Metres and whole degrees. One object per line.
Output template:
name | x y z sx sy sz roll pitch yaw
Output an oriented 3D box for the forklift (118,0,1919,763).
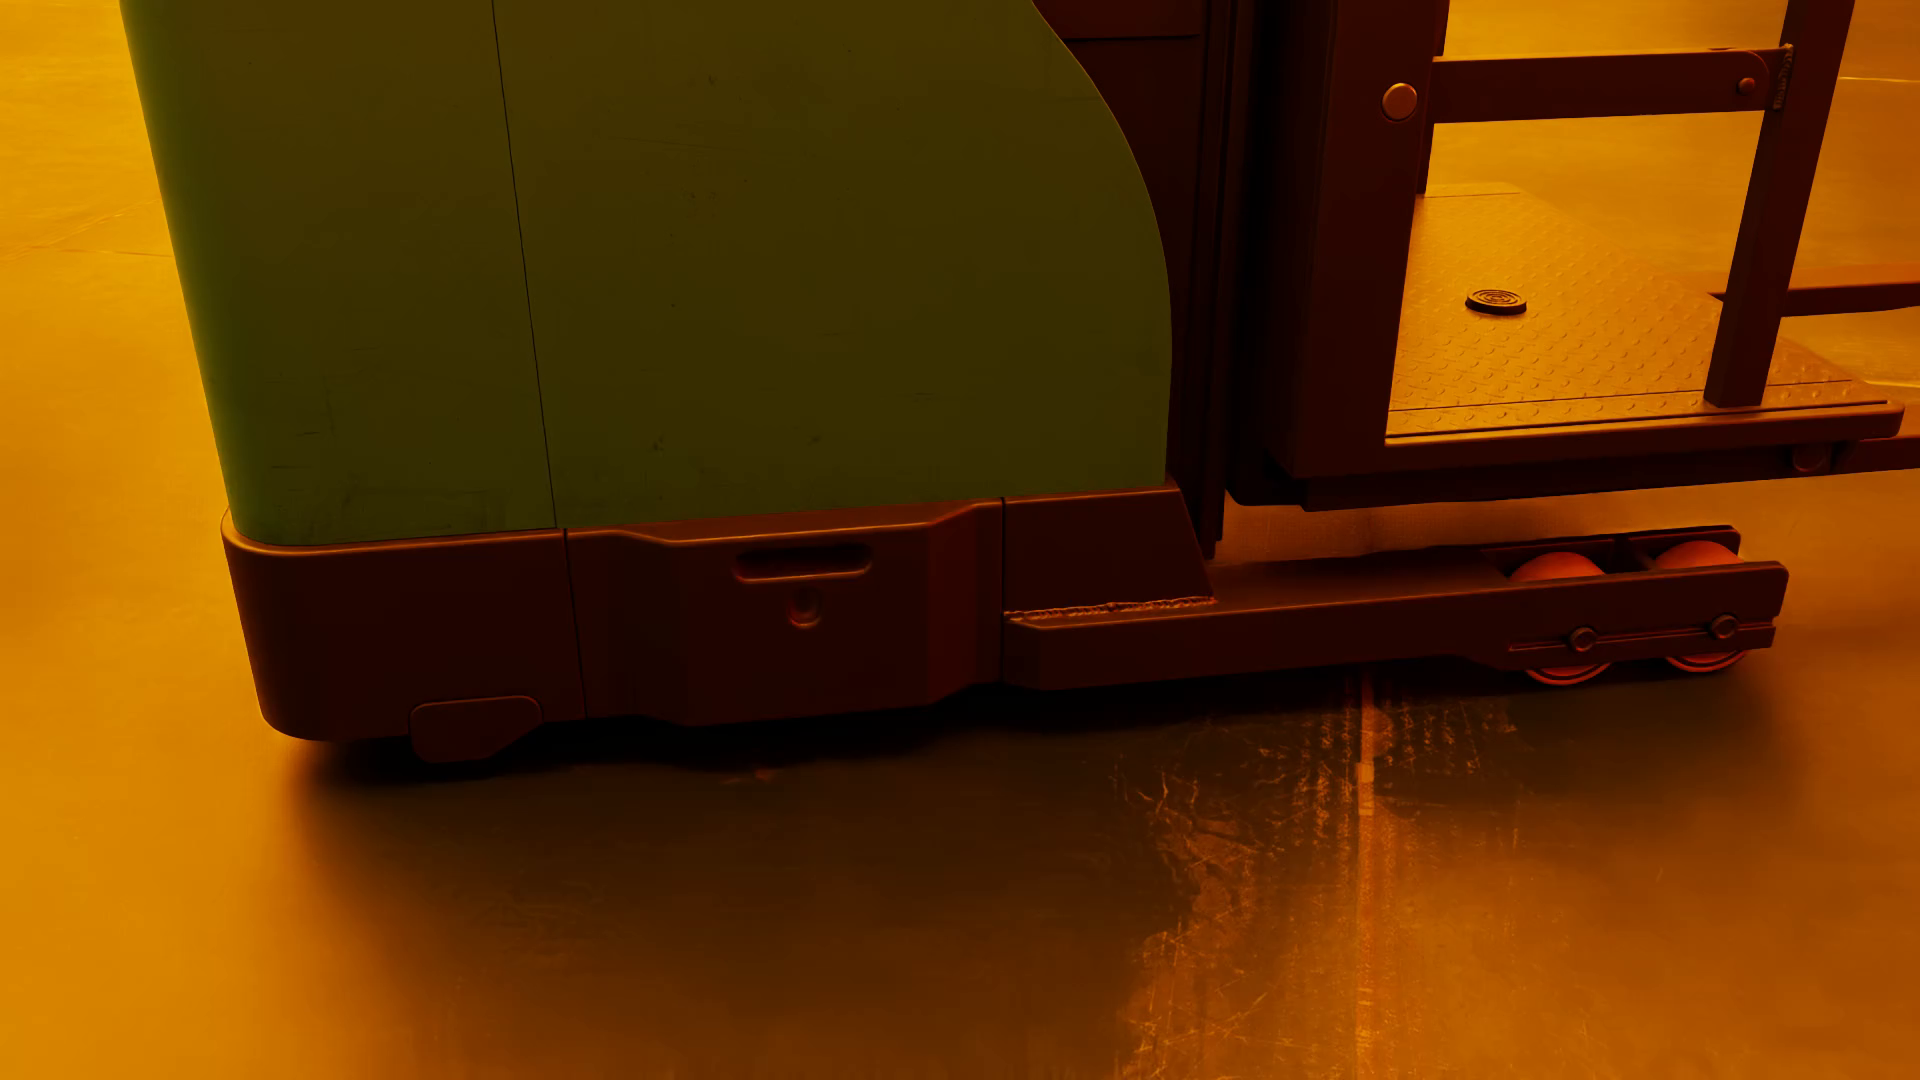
forklift | 0.600 -1.354 1.930 3.031 2.935 1.130 -4 27 -9
